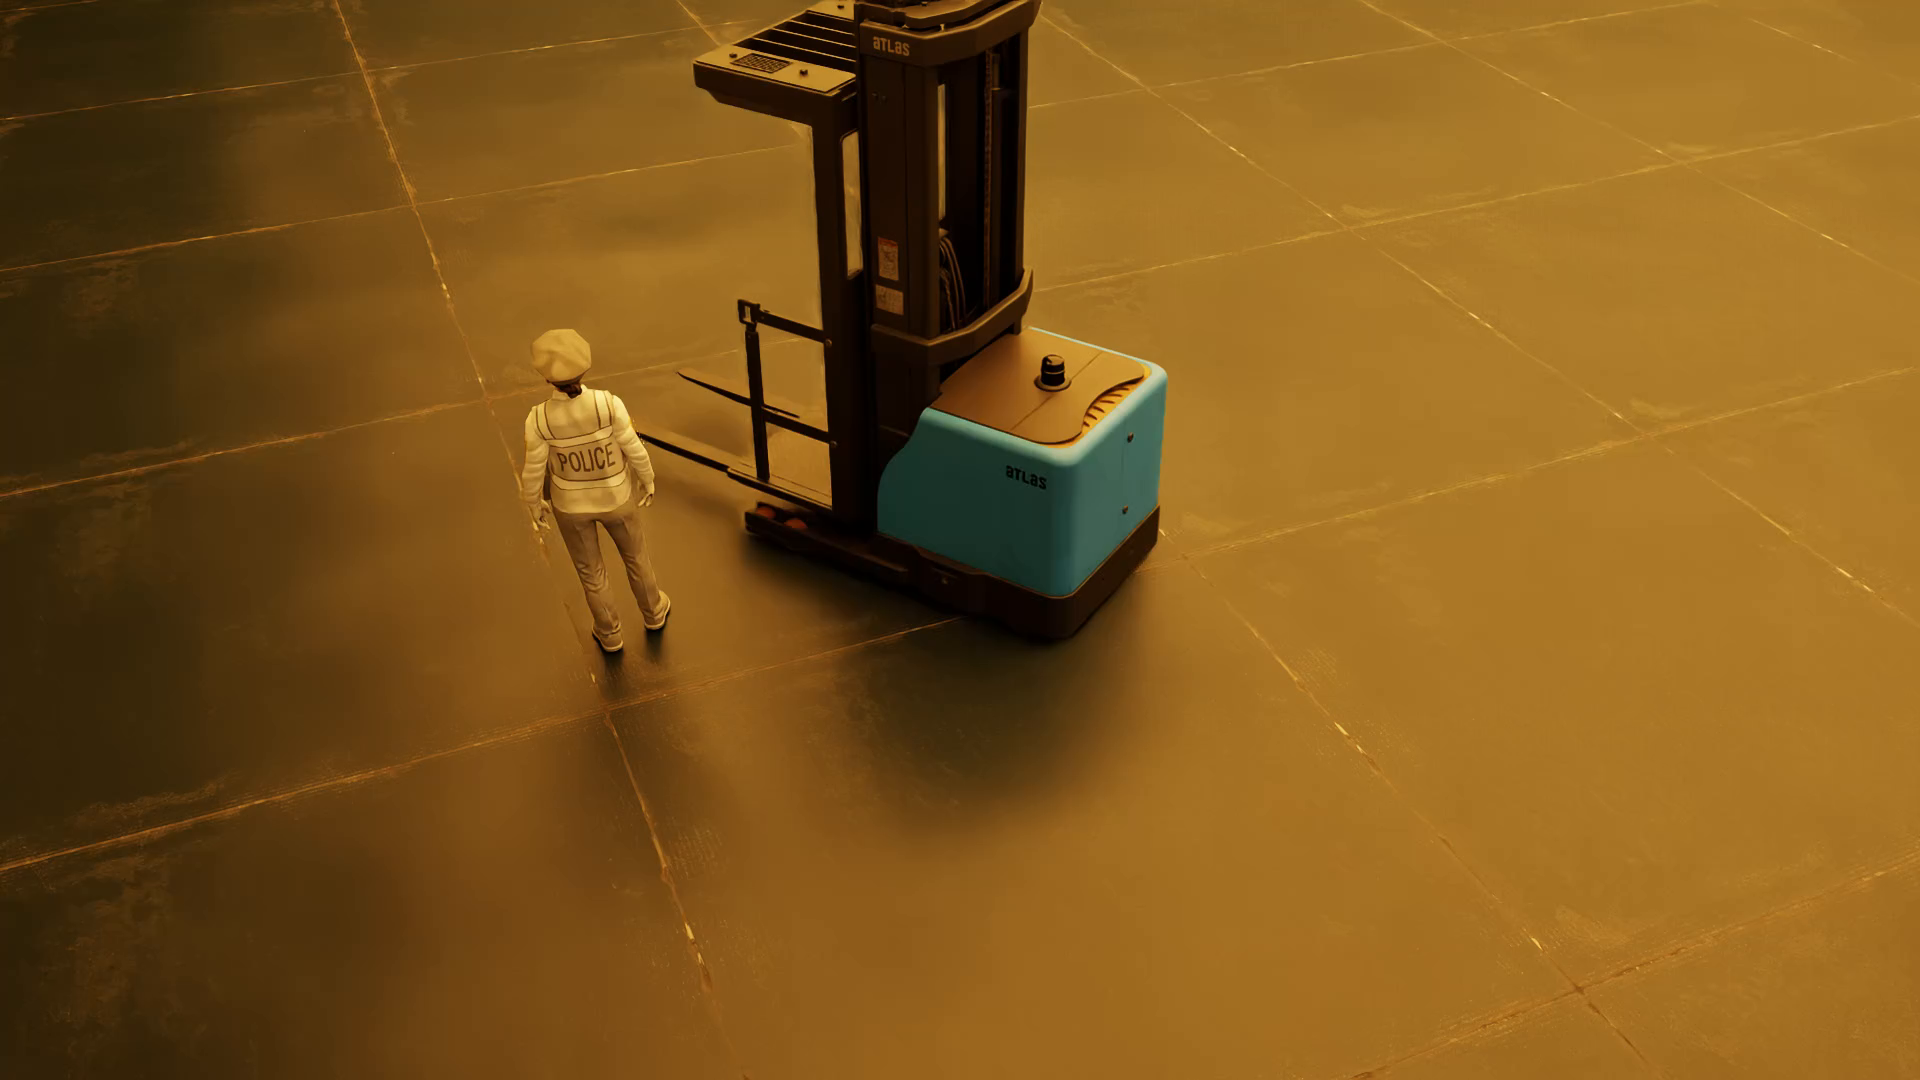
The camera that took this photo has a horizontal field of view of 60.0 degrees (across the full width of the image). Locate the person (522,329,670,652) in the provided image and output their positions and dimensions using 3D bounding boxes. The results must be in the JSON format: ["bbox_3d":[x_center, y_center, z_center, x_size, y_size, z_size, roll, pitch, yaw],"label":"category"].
[{"bbox_3d":[-1.658,-0.226,7.471,0.586,1.694,0.531,-9,36,-13],"label":"person"}]

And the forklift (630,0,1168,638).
[{"bbox_3d":[-0.509,-1.376,8.033,3.031,2.935,1.130,20,40,26],"label":"forklift"}]
